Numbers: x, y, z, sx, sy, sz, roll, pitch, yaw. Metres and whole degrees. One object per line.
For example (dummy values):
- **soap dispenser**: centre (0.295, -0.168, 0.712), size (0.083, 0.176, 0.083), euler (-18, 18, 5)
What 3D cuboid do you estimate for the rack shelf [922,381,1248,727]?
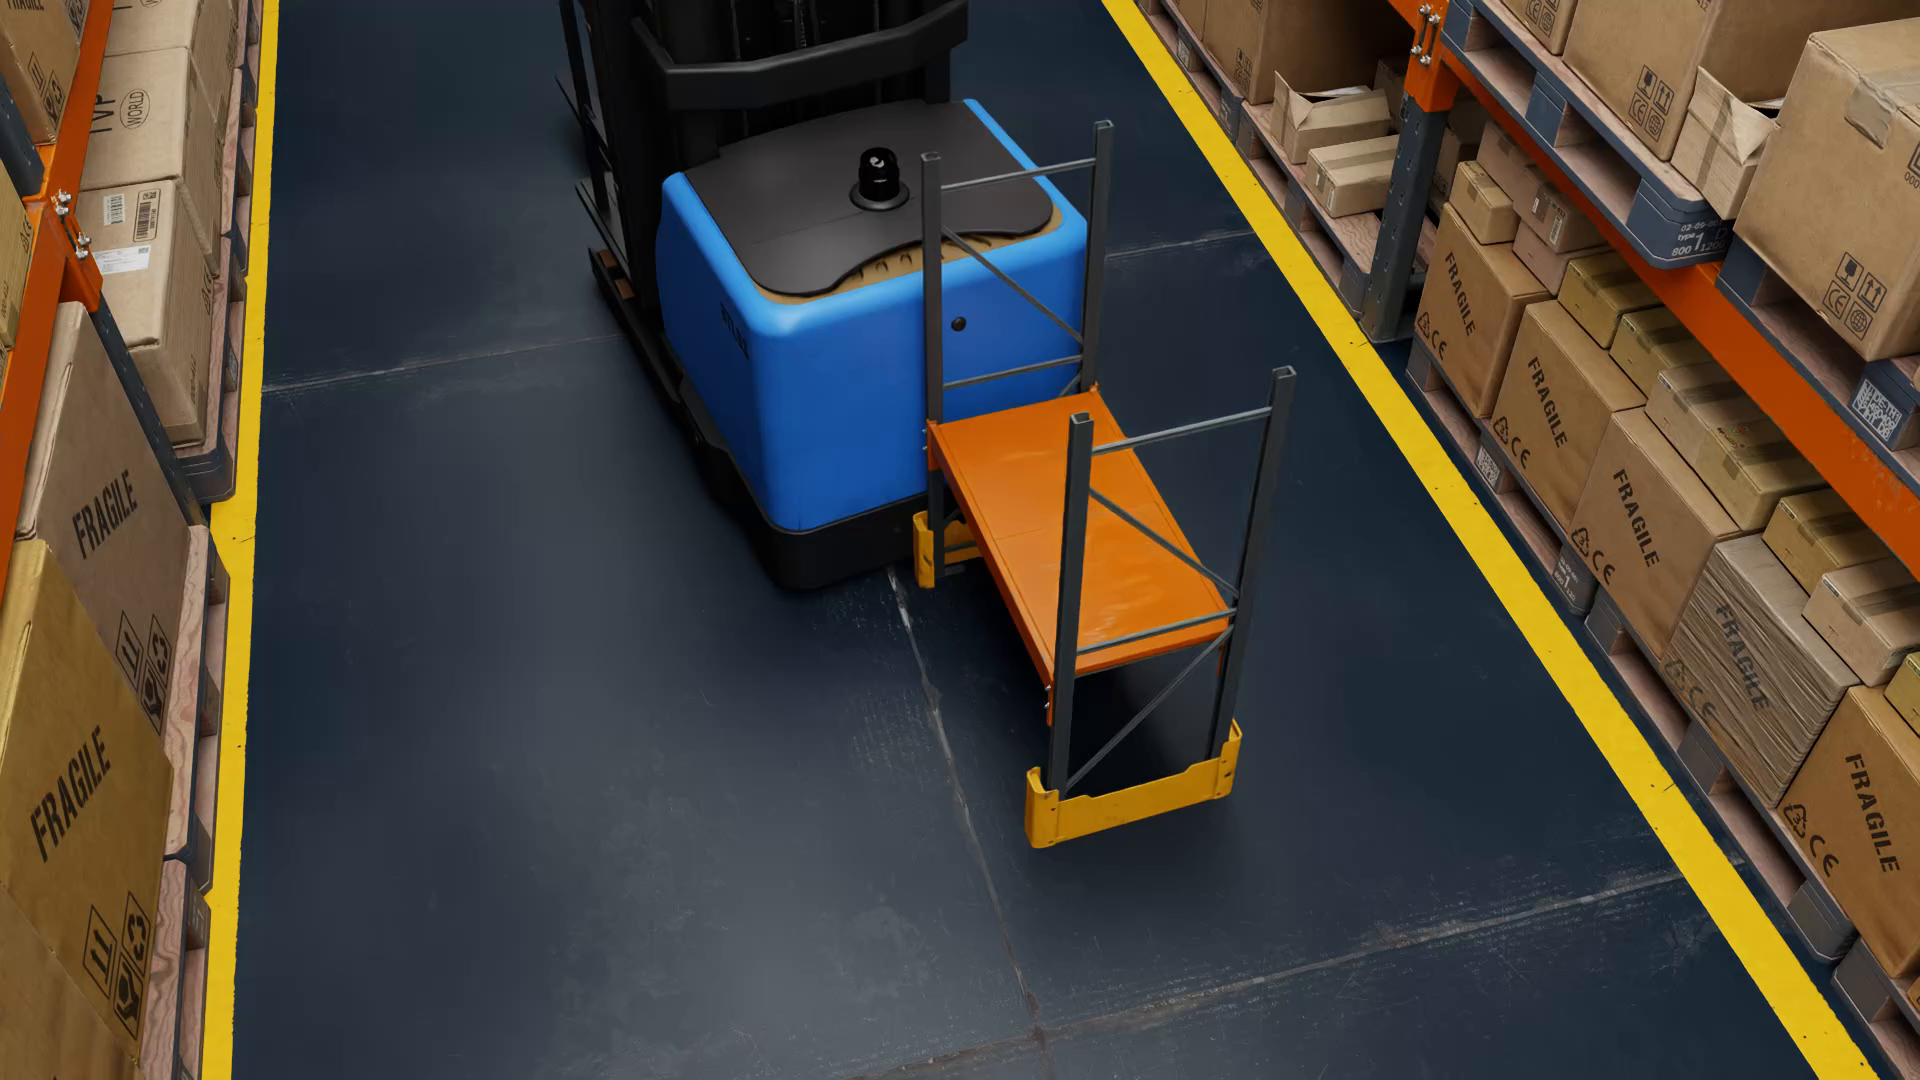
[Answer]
- **rack shelf**: centre (0.305, 0.004, 4.448), size (0.538, 0.185, 1.000), euler (-13, 47, -13)

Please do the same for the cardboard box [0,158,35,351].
- **cardboard box**: centre (-2.502, -0.648, 3.889), size (0.500, 0.250, 0.500), euler (-12, 47, -11)

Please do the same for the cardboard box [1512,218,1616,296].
- **cardboard box**: centre (1.917, -0.900, 5.033), size (0.380, 0.149, 0.250), euler (-12, 47, -11)

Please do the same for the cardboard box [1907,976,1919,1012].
- **cardboard box**: centre (2.527, 1.016, 3.611), size (0.500, 0.500, 0.500), euler (-11, 47, -11)

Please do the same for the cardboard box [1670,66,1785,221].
- **cardboard box**: centre (1.922, -0.944, 3.875), size (0.396, 0.266, 0.258), euler (-9, 46, -8)

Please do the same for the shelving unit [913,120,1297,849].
- **shelving unit**: centre (0.302, -0.128, 4.325), size (0.587, 1.500, 1.083), euler (-13, 47, -13)

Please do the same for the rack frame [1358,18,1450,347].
- **rack frame**: centre (1.937, -1.874, 4.986), size (1.000, 3.000, 0.127), euler (-11, 47, -10)

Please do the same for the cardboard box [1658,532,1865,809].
- **cardboard box**: centre (2.239, 0.300, 4.312), size (0.500, 0.500, 0.500), euler (-12, 47, -12)

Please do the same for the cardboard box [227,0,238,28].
- **cardboard box**: centre (-3.619, -2.538, 7.137), size (0.875, 0.438, 0.875), euler (-12, 47, -12)

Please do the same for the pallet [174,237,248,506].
- **pallet**: centre (-2.980, -0.527, 5.619), size (1.003, 0.211, 1.213), euler (-11, 47, -10)

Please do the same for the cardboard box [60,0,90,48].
- **cardboard box**: centre (-2.852, -1.719, 4.764), size (0.500, 0.500, 0.500), euler (-10, 47, -10)

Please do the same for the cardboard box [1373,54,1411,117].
- **cardboard box**: centre (1.885, -1.822, 6.637), size (0.380, 0.149, 0.250), euler (-11, 47, -11)

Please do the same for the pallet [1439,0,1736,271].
- **pallet**: centre (2.036, -1.235, 4.495), size (1.003, 0.211, 1.213), euler (-11, 47, -10)

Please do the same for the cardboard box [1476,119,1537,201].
- **cardboard box**: centre (1.830, -1.192, 5.112), size (0.380, 0.149, 0.250), euler (-11, 47, -11)

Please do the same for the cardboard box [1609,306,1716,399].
- **cardboard box**: centre (2.077, -0.538, 4.679), size (0.380, 0.149, 0.250), euler (-11, 47, -11)

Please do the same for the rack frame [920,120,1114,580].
- **rack frame**: centre (0.145, -0.466, 4.657), size (0.500, 1.500, 0.032), euler (-13, 47, -13)

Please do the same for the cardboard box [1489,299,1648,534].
- **cardboard box**: centre (1.989, -0.405, 5.003), size (0.500, 0.500, 0.500), euler (-11, 47, -11)

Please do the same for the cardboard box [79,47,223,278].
- **cardboard box**: centre (-3.147, -1.285, 5.909), size (0.875, 0.438, 0.875), euler (-12, 47, -11)

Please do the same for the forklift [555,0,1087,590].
- **forklift**: centre (-0.706, -1.937, 5.096), size (1.130, 2.935, 3.031), euler (-19, 49, -18)

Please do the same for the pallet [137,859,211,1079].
- **pallet**: centre (-2.274, 1.375, 3.755), size (1.003, 0.211, 1.213), euler (-11, 47, -10)

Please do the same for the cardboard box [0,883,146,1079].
- **cardboard box**: centre (-2.157, 1.286, 3.083), size (0.875, 0.875, 0.875), euler (-10, 46, -10)

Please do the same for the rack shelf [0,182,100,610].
- **rack shelf**: centre (-2.348, 0.669, 2.998), size (1.077, 0.370, 4.000), euler (-11, 47, -10)

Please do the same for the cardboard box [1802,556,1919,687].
- **cardboard box**: centre (2.277, 0.173, 3.982), size (0.380, 0.149, 0.250), euler (-13, 47, -12)

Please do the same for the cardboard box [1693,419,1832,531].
- **cardboard box**: centre (2.166, -0.187, 4.335), size (0.380, 0.149, 0.250), euler (-9, 46, -9)

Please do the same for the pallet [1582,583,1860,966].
- **pallet**: centre (2.497, 0.501, 4.612), size (1.003, 0.211, 1.213), euler (-11, 47, -10)

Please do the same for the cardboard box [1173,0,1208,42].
- **cardboard box**: centre (1.198, -2.487, 7.044), size (0.500, 0.500, 0.500), euler (-10, 46, -10)

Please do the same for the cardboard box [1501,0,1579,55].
- **cardboard box**: centre (1.844, -1.681, 4.433), size (0.700, 0.500, 0.500), euler (-10, 46, -9)

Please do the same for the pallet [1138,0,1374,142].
- **pallet**: centre (1.446, -2.216, 7.274), size (1.003, 0.211, 1.213), euler (-11, 47, -10)

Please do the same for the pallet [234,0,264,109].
- **pallet**: centre (-3.604, -2.212, 7.270), size (1.003, 0.211, 1.213), euler (-11, 47, -10)

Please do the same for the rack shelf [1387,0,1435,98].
- **rack shelf**: centre (1.425, -3.003, 6.596), size (1.077, 0.370, 4.000), euler (-11, 47, -10)

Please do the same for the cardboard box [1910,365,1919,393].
- **cardboard box**: centre (2.364, -0.389, 3.164), size (0.797, 0.503, 0.637), euler (-12, 47, -11)

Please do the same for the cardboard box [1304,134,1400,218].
- **cardboard box**: centre (1.510, -1.354, 6.179), size (0.380, 0.149, 0.250), euler (-12, 47, -12)

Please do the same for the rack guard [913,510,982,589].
- **rack guard**: centre (0.145, -0.028, 5.102), size (0.587, 0.250, 0.087), euler (-13, 47, -13)

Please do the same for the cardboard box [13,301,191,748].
- **cardboard box**: centre (-2.624, 0.046, 4.298), size (0.875, 0.875, 0.875), euler (-9, 46, -9)
